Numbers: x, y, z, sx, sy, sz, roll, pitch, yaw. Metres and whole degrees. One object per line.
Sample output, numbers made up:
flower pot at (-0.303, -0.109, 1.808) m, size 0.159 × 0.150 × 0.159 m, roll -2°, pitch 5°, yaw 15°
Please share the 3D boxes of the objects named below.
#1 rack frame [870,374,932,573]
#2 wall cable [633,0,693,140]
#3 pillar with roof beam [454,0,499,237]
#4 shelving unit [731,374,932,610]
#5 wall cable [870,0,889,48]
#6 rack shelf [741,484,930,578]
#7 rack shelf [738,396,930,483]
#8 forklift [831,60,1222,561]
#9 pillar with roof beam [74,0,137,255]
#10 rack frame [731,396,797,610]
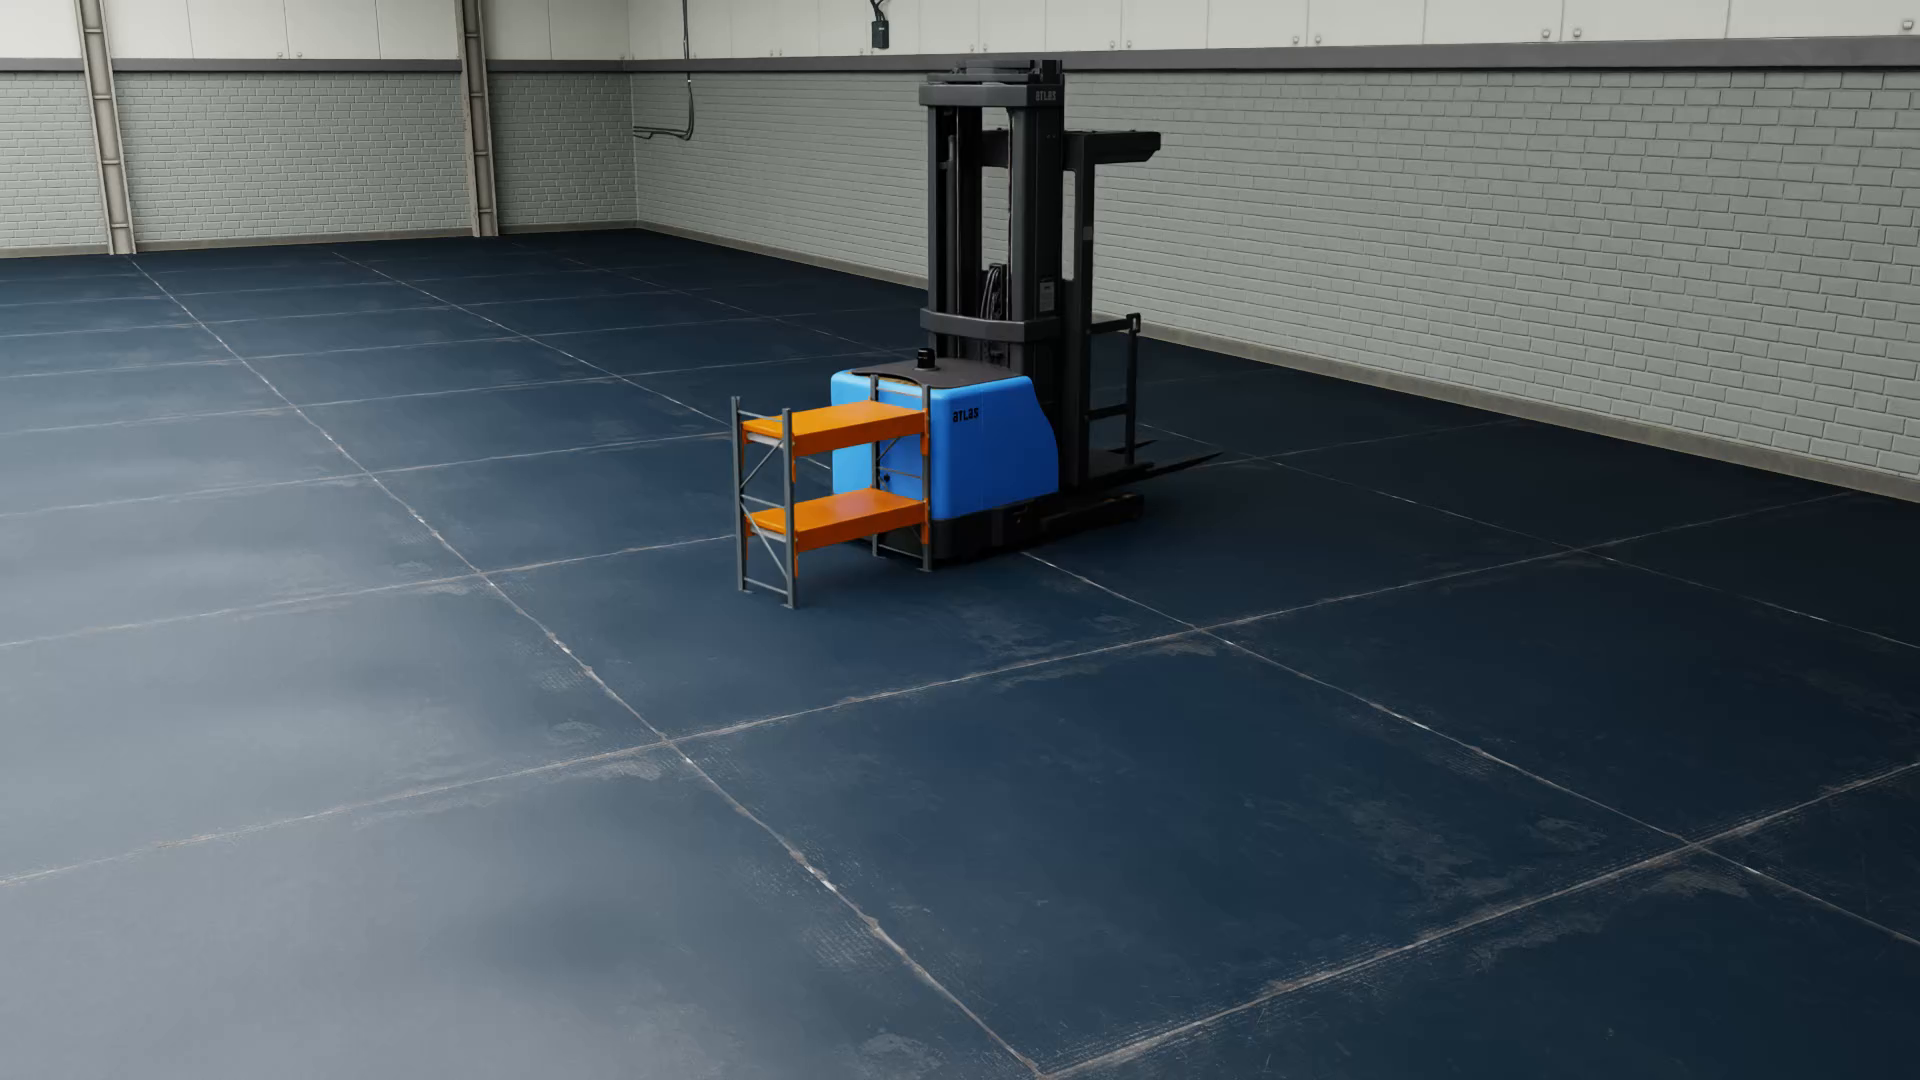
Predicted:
rack frame at (-0.352, -0.396, 9.894) m, size 0.032 × 1.125 × 0.500 m, roll -15°, pitch 21°, yaw -42°
wall cable at (-5.473, -8.508, 29.996) m, size 0.112 × 2.526 × 3.097 m, roll -9°, pitch 18°, yaw -30°
pillar with roof beam at (-6.462, -8.904, 25.654) m, size 0.400 × 9.000 × 9.100 m, roll -9°, pitch 18°, yaw -30°
shelving unit at (-0.719, -0.301, 9.554) m, size 1.048 × 1.125 × 0.538 m, roll -15°, pitch 21°, yaw -42°
wall cable at (-0.597, -9.442, 21.274) m, size 0.169 × 6.003 × 2.305 m, roll -9°, pitch 18°, yaw -30°
rack shelf at (-0.719, -0.066, 9.620) m, size 1.000 × 0.278 × 0.538 m, roll -15°, pitch 21°, yaw -42°
rack shelf at (-0.719, -0.583, 9.475) m, size 1.000 × 0.278 × 0.538 m, roll -15°, pitch 21°, yaw -42°
forklift at (0.585, -1.605, 10.859) m, size 3.031 × 2.935 × 1.130 m, roll -15°, pitch 22°, yaw -43°
pillar with roof beam at (-11.605, -8.070, 22.679) m, size 0.400 × 9.000 × 9.100 m, roll -9°, pitch 18°, yaw -30°
rack frame at (-1.085, -0.206, 9.215) m, size 0.032 × 1.125 × 0.500 m, roll -15°, pitch 21°, yaw -42°
